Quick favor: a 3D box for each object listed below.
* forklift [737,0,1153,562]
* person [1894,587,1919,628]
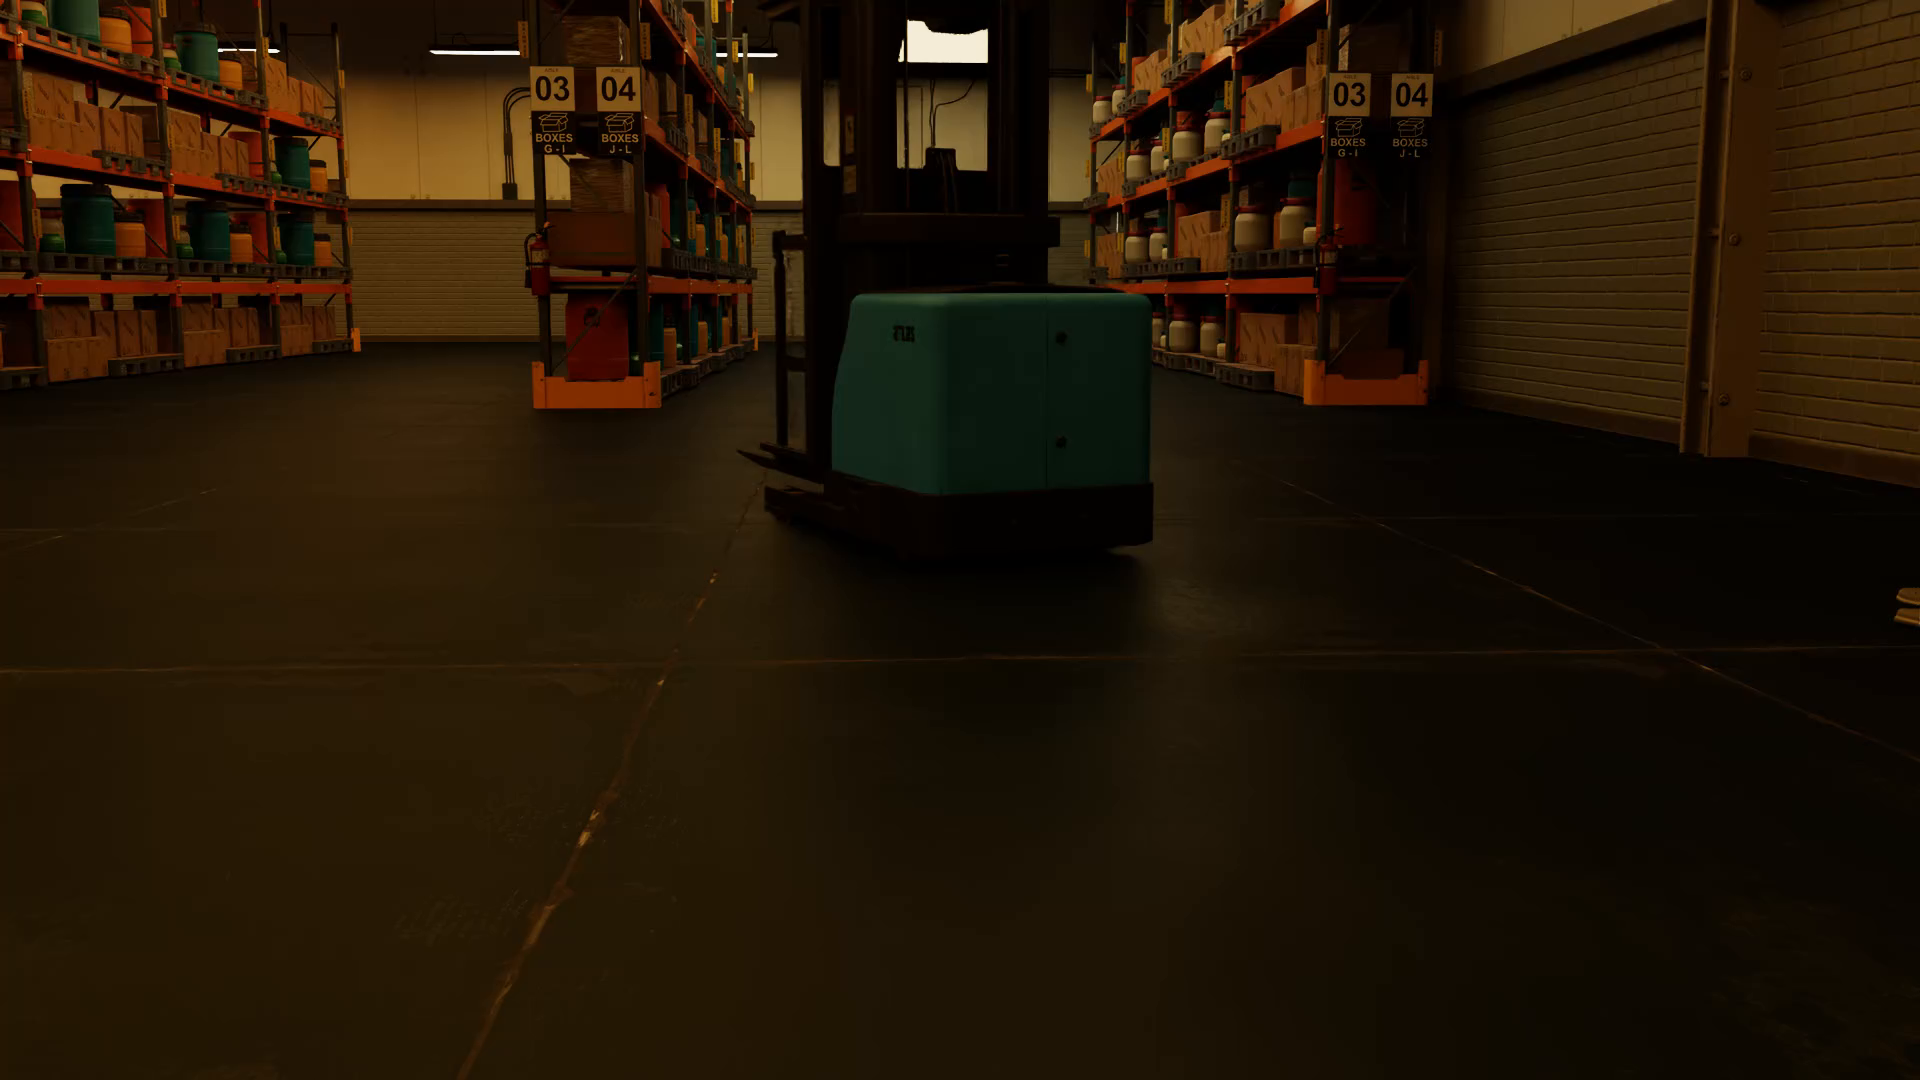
[{"bbox_3d":[-0.285,-1.541,7.709,1.130,2.935,3.031,-4,9,-24],"label":"forklift"},{"bbox_3d":[3.347,-0.557,5.436,0.407,1.661,0.594,5,10,32],"label":"person"}]
